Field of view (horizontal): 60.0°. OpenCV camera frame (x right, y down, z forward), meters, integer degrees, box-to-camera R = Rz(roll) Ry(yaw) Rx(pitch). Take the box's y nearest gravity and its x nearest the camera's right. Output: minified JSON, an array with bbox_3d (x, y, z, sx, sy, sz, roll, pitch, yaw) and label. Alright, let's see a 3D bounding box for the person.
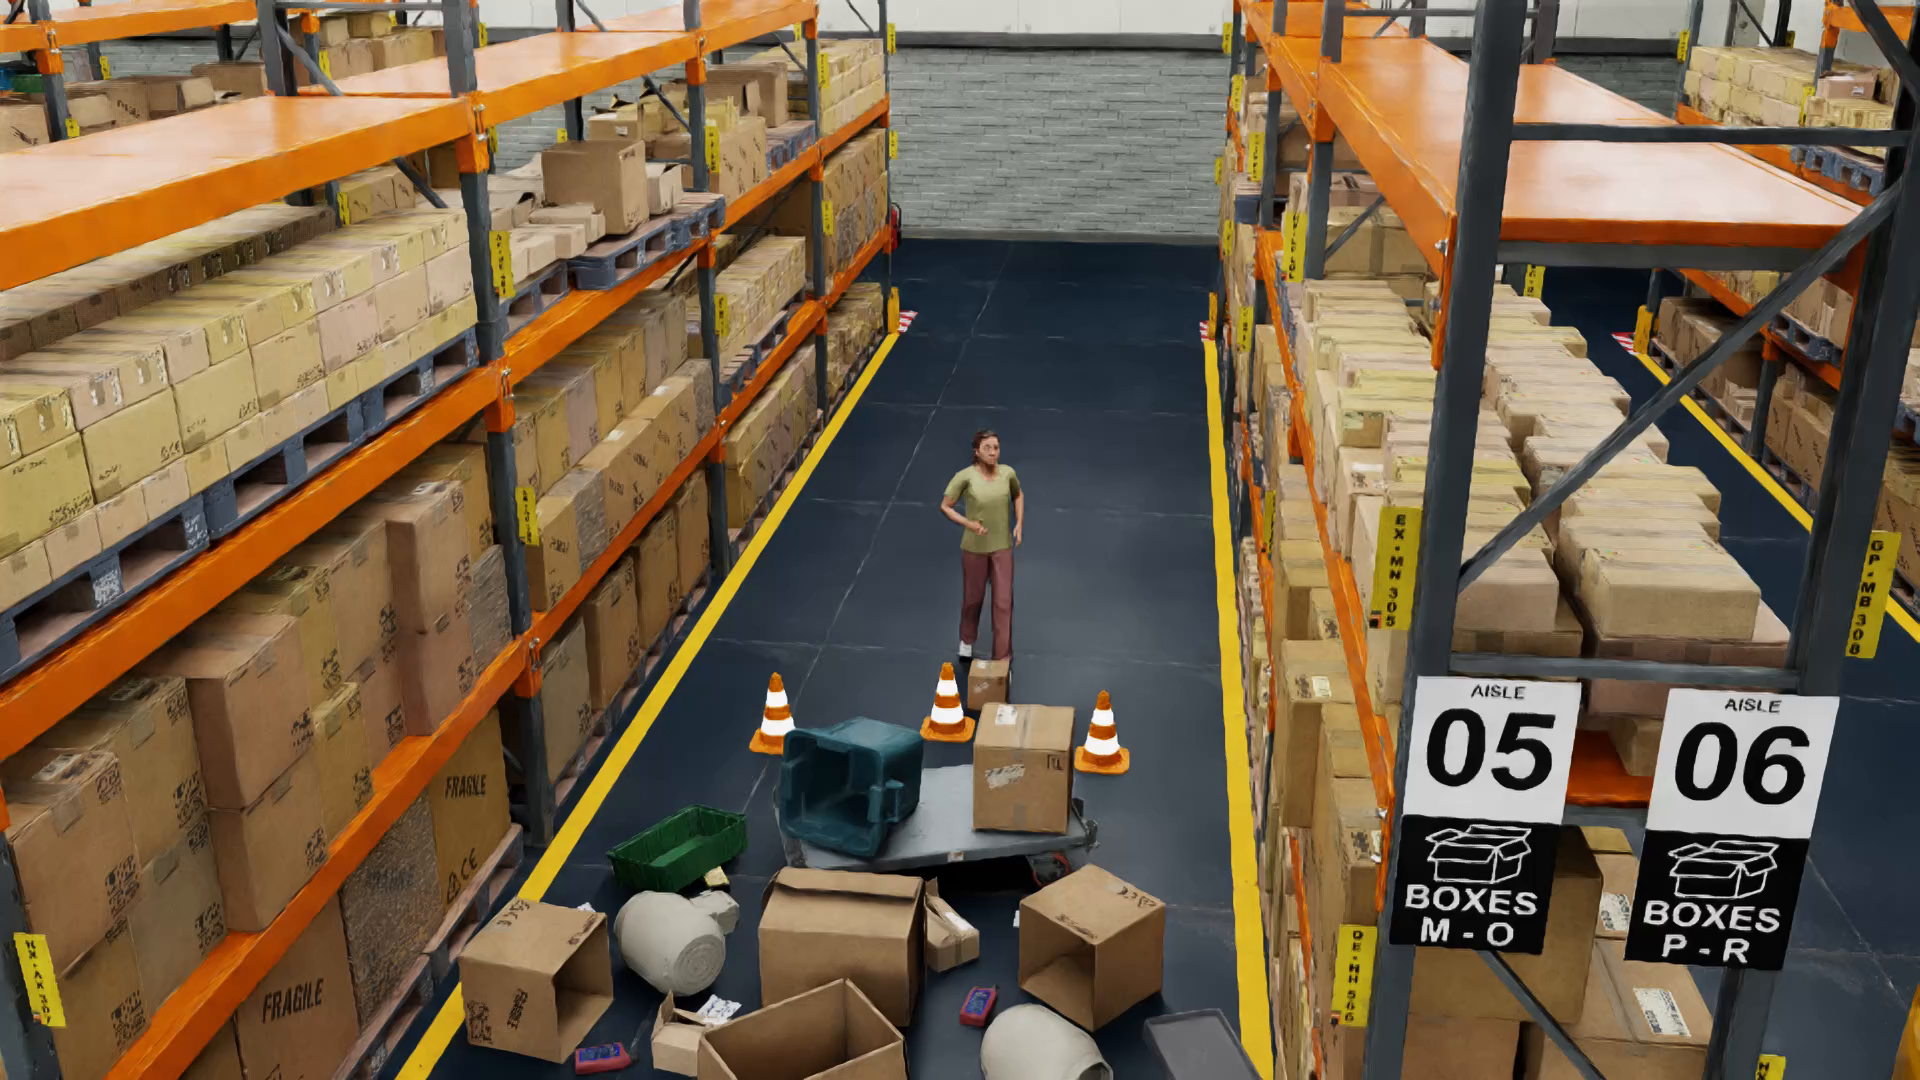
[{"bbox_3d":[0.207,0.091,11.228,0.620,1.644,0.761,-5,22,-14],"label":"person"}]
